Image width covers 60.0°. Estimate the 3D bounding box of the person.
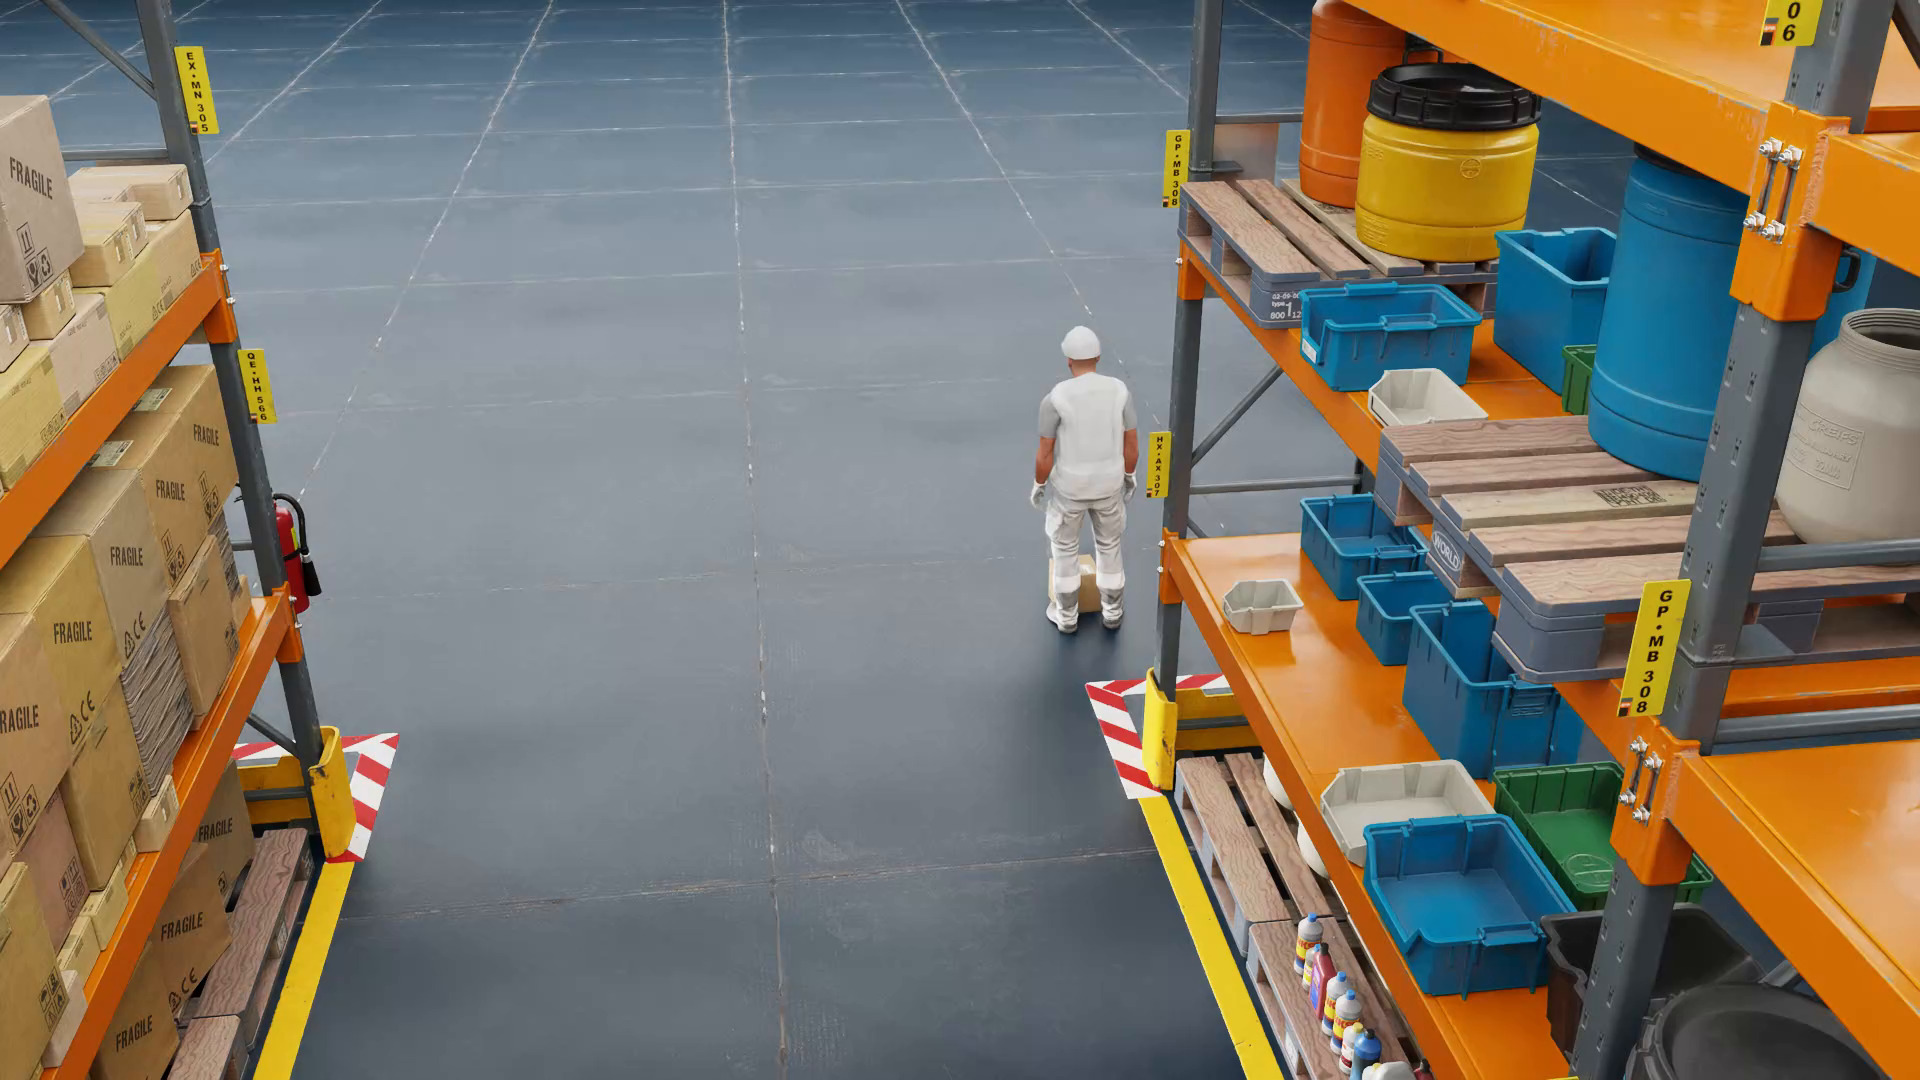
[{"bbox_3d":[0.690,-0.316,9.225,0.616,1.778,0.453,-5,27,-10],"label":"person"}]
